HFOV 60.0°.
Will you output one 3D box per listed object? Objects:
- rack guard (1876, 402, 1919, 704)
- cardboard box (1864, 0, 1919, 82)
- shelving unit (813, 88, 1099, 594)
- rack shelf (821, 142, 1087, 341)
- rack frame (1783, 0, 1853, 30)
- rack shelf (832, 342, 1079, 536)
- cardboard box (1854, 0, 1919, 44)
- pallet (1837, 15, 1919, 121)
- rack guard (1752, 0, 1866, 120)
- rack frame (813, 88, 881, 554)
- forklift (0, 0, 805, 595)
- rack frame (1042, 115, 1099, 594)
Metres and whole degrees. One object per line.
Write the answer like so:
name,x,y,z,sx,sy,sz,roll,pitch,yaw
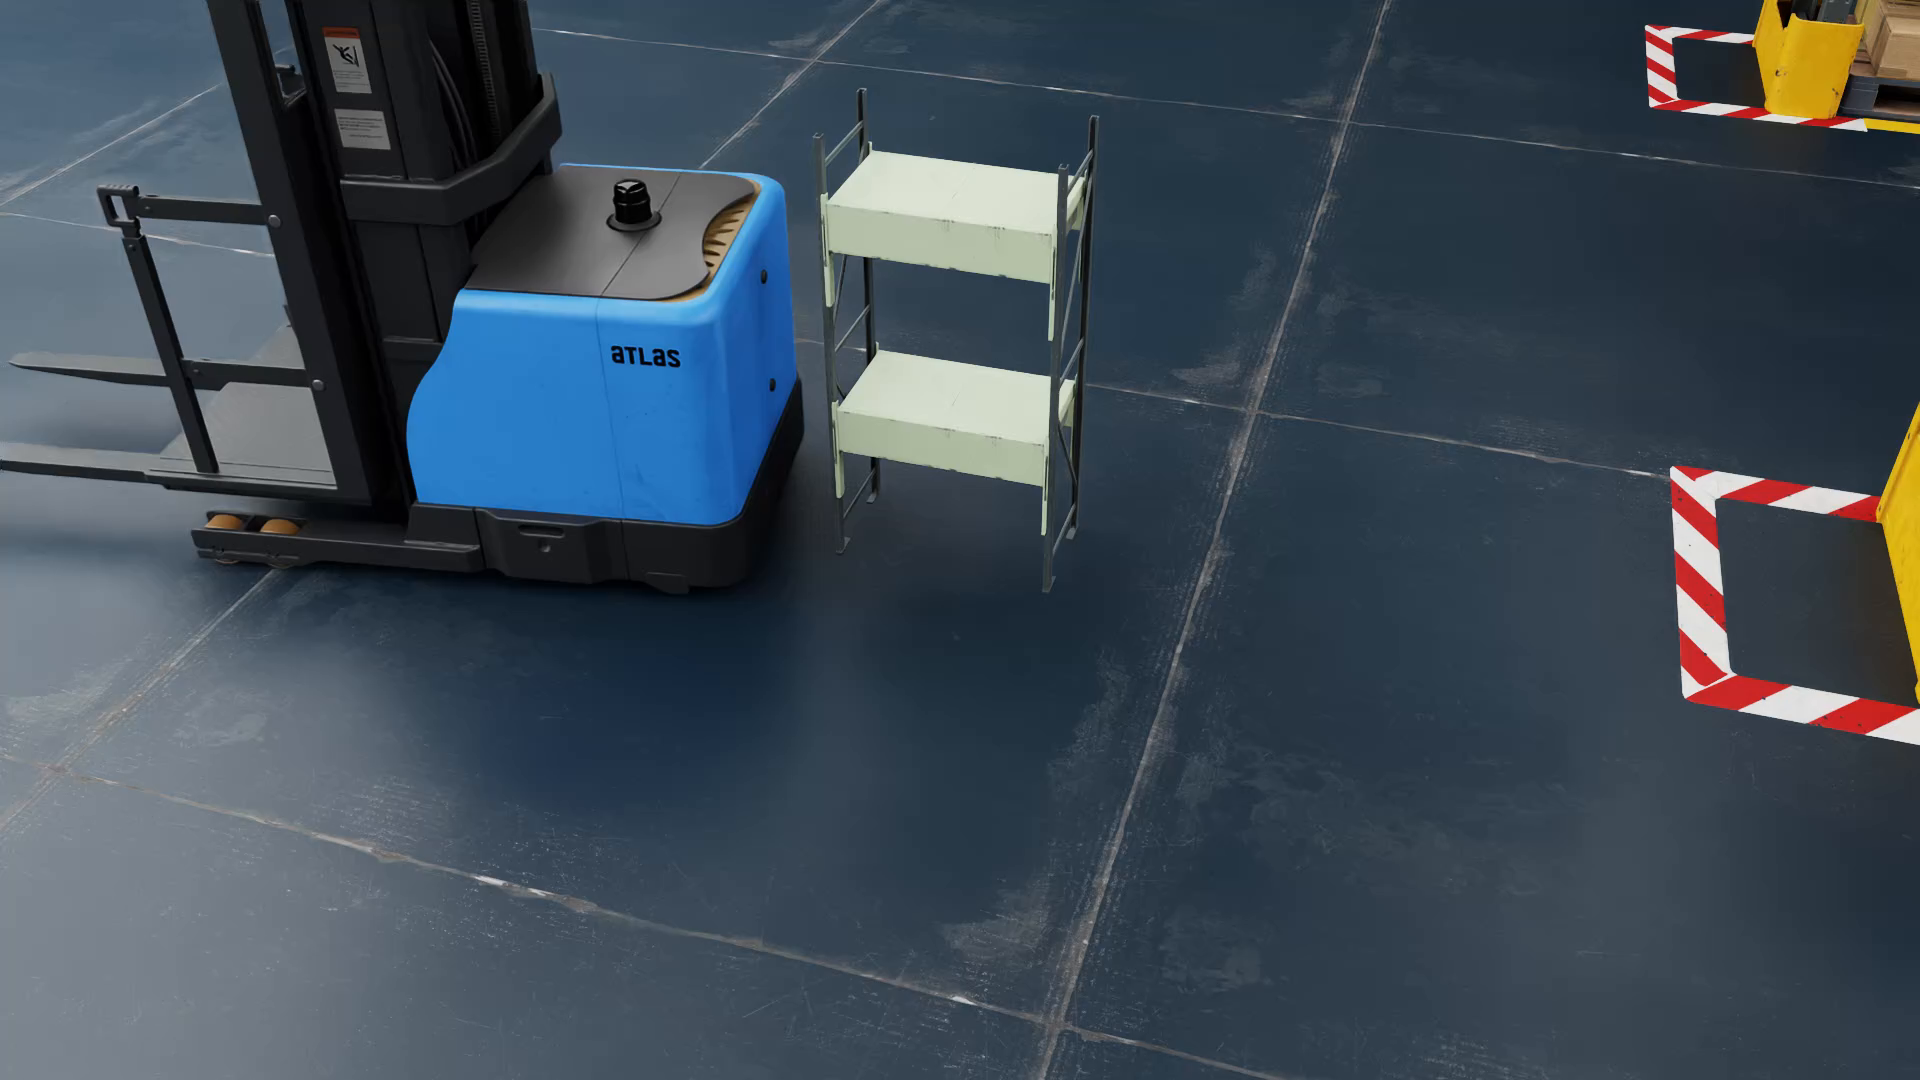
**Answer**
rack guard,3.248,0.028,5.291,0.348,0.500,1.175,10,38,14
cardboard box,5.087,-2.609,8.730,0.500,0.250,0.500,10,38,14
shelving unit,-0.006,-0.605,5.307,0.755,1.500,0.431,10,38,14
rack shelf,-0.006,-0.919,5.076,0.720,0.370,0.431,10,38,14
rack frame,4.642,-3.768,8.339,0.127,3.000,1.000,10,38,14
rack shelf,-0.006,-0.343,5.500,0.720,0.370,0.431,10,38,14
cardboard box,5.242,-2.902,9.128,0.500,0.250,0.500,10,38,14
pallet,5.384,-2.533,9.014,1.213,0.211,1.003,10,38,14
rack guard,4.619,-2.765,9.086,0.348,0.500,1.175,10,38,14
rack frame,-0.356,-0.670,5.395,0.023,1.500,0.400,10,38,14
forklift,-2.135,-1.389,5.164,3.031,2.935,1.130,5,37,6
rack frame,0.343,-0.541,5.219,0.023,1.500,0.400,10,38,14
